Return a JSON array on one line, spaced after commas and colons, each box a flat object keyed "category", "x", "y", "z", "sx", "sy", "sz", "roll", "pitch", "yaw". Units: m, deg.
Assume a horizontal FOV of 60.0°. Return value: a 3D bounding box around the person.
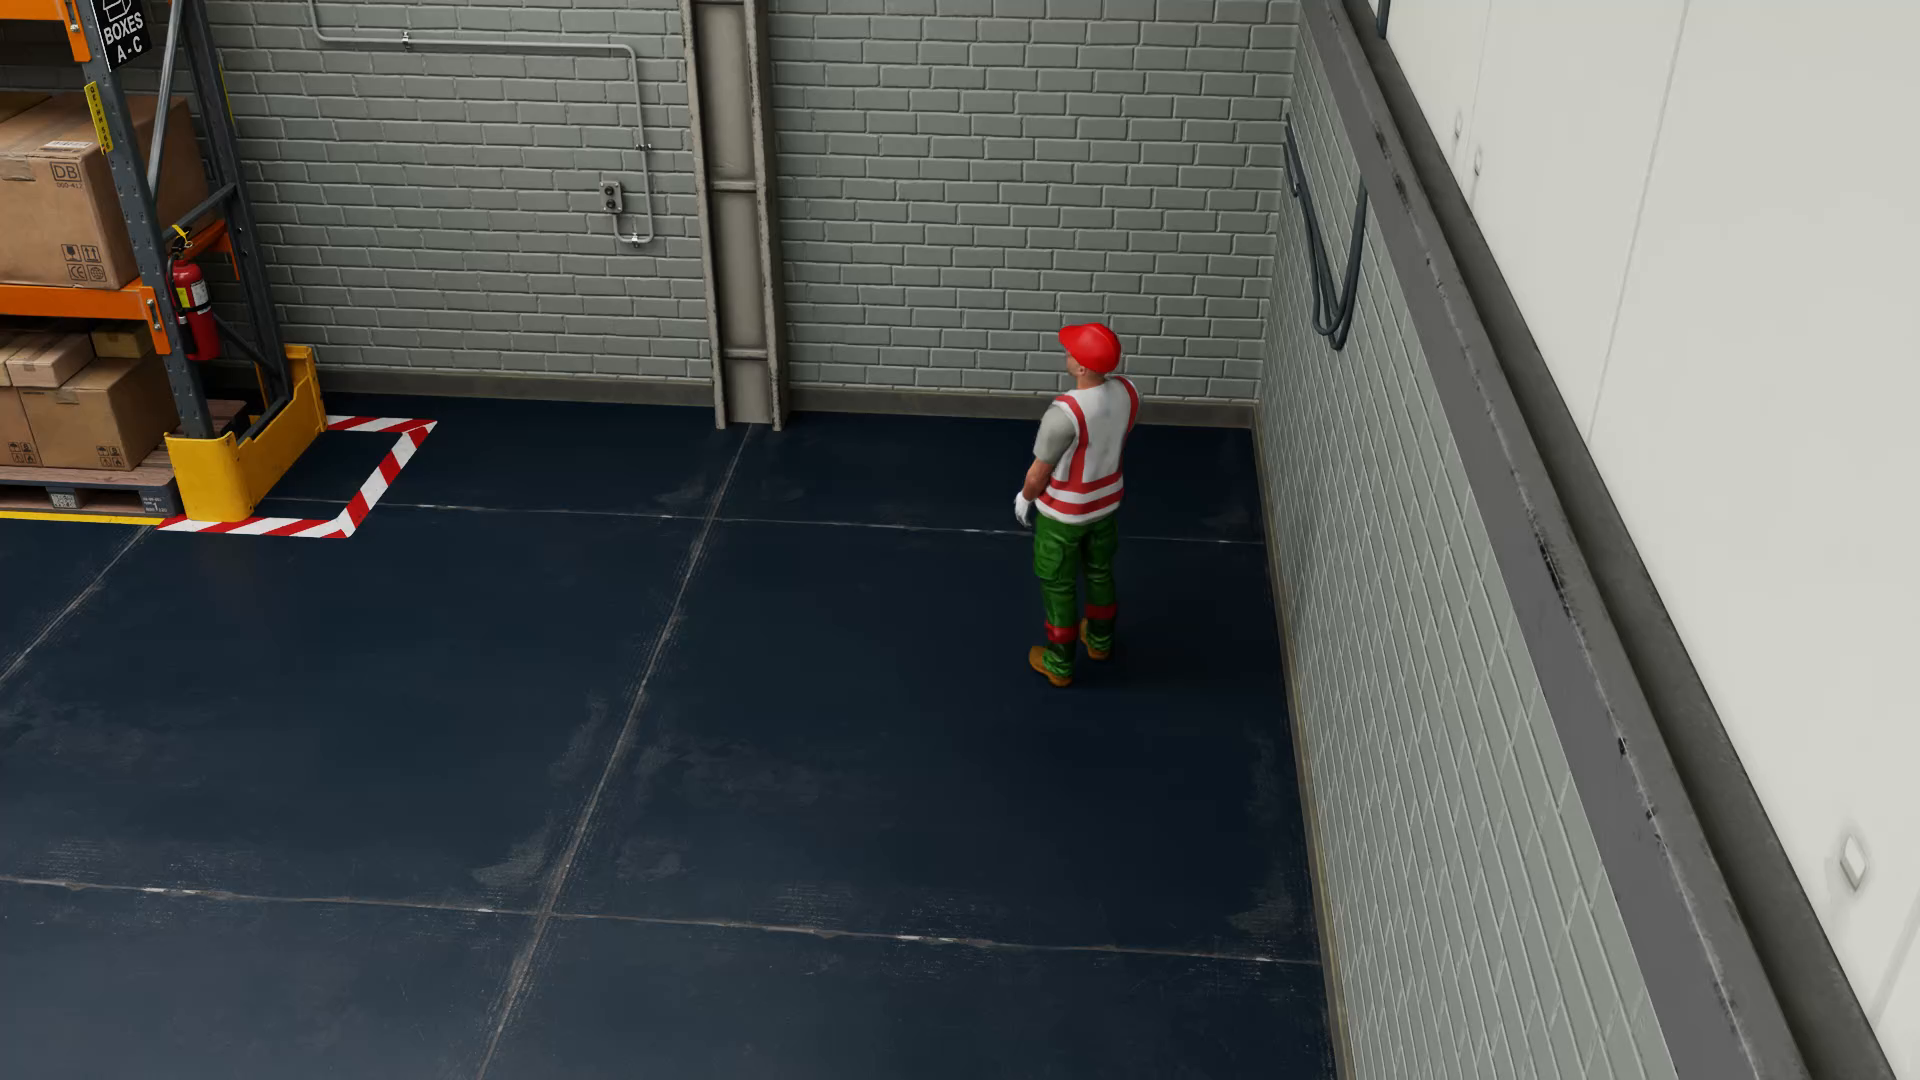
[{"category": "person", "x": 0.511, "y": -0.179, "z": 7.374, "sx": 0.591, "sy": 1.794, "sz": 0.463, "roll": -21, "pitch": 37, "yaw": -30}]
